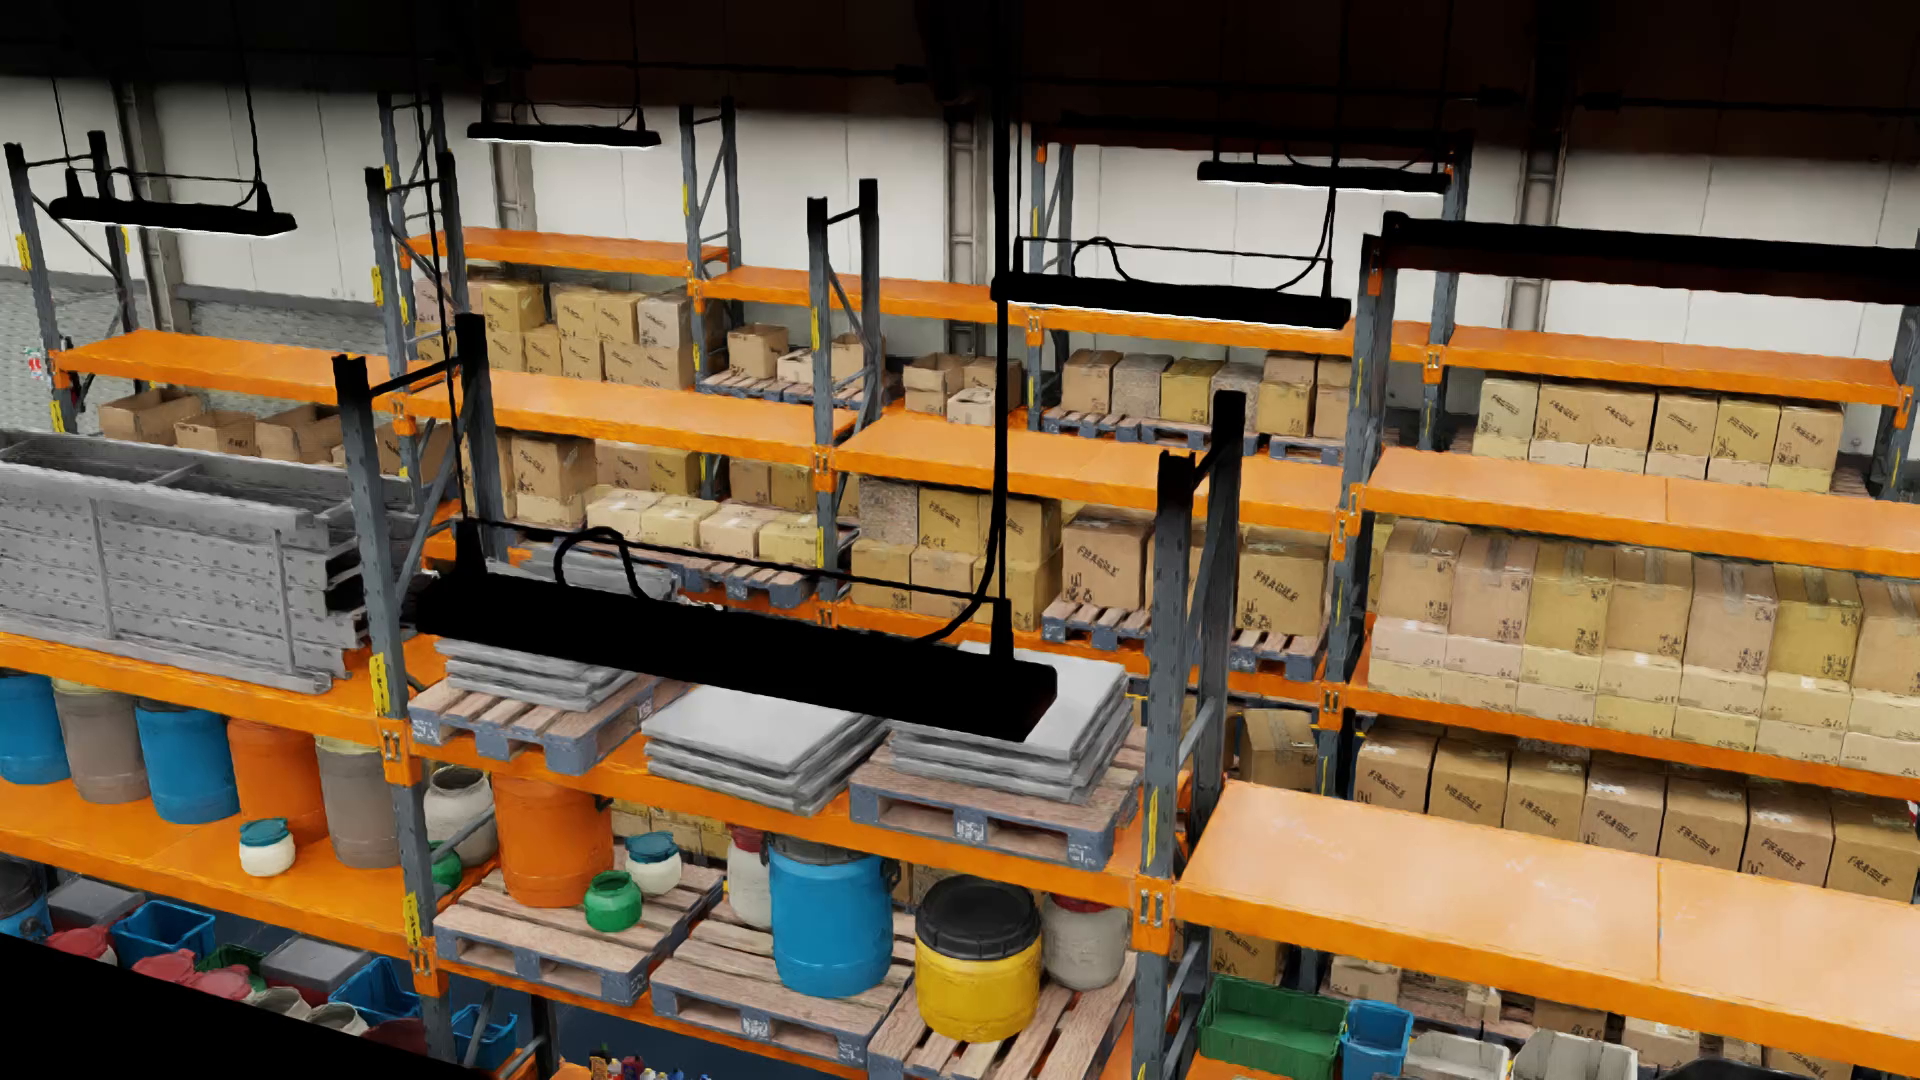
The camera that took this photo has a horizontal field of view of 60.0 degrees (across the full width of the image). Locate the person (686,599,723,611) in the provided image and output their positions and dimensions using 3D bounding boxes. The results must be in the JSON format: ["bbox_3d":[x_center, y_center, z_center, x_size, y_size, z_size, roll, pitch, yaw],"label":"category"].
[{"bbox_3d":[-2.632,1.148,16.885,0.595,1.761,0.475,-3,21,-8],"label":"person"}]
